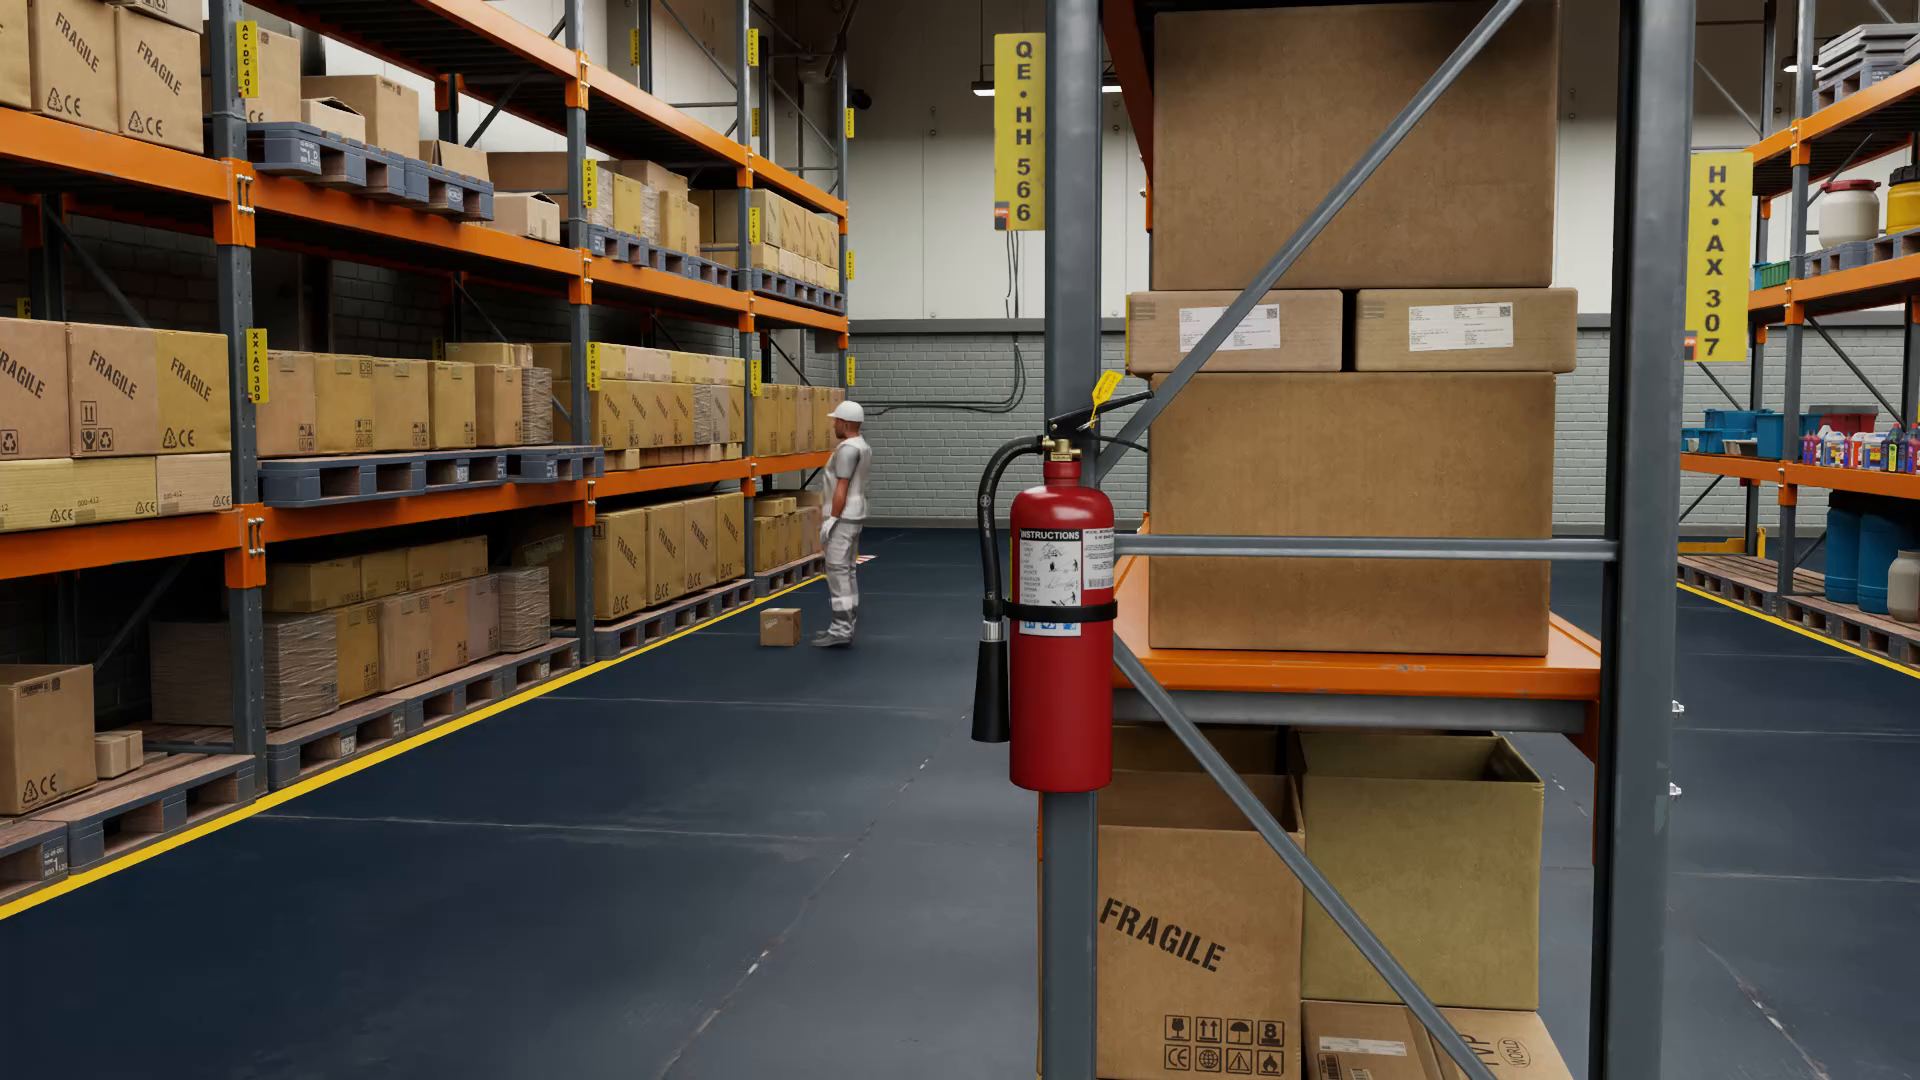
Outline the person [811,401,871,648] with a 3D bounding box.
[{"bbox_3d":[-0.899,-0.124,12.343,0.441,1.809,0.608,1,4,9],"label":"person"}]
